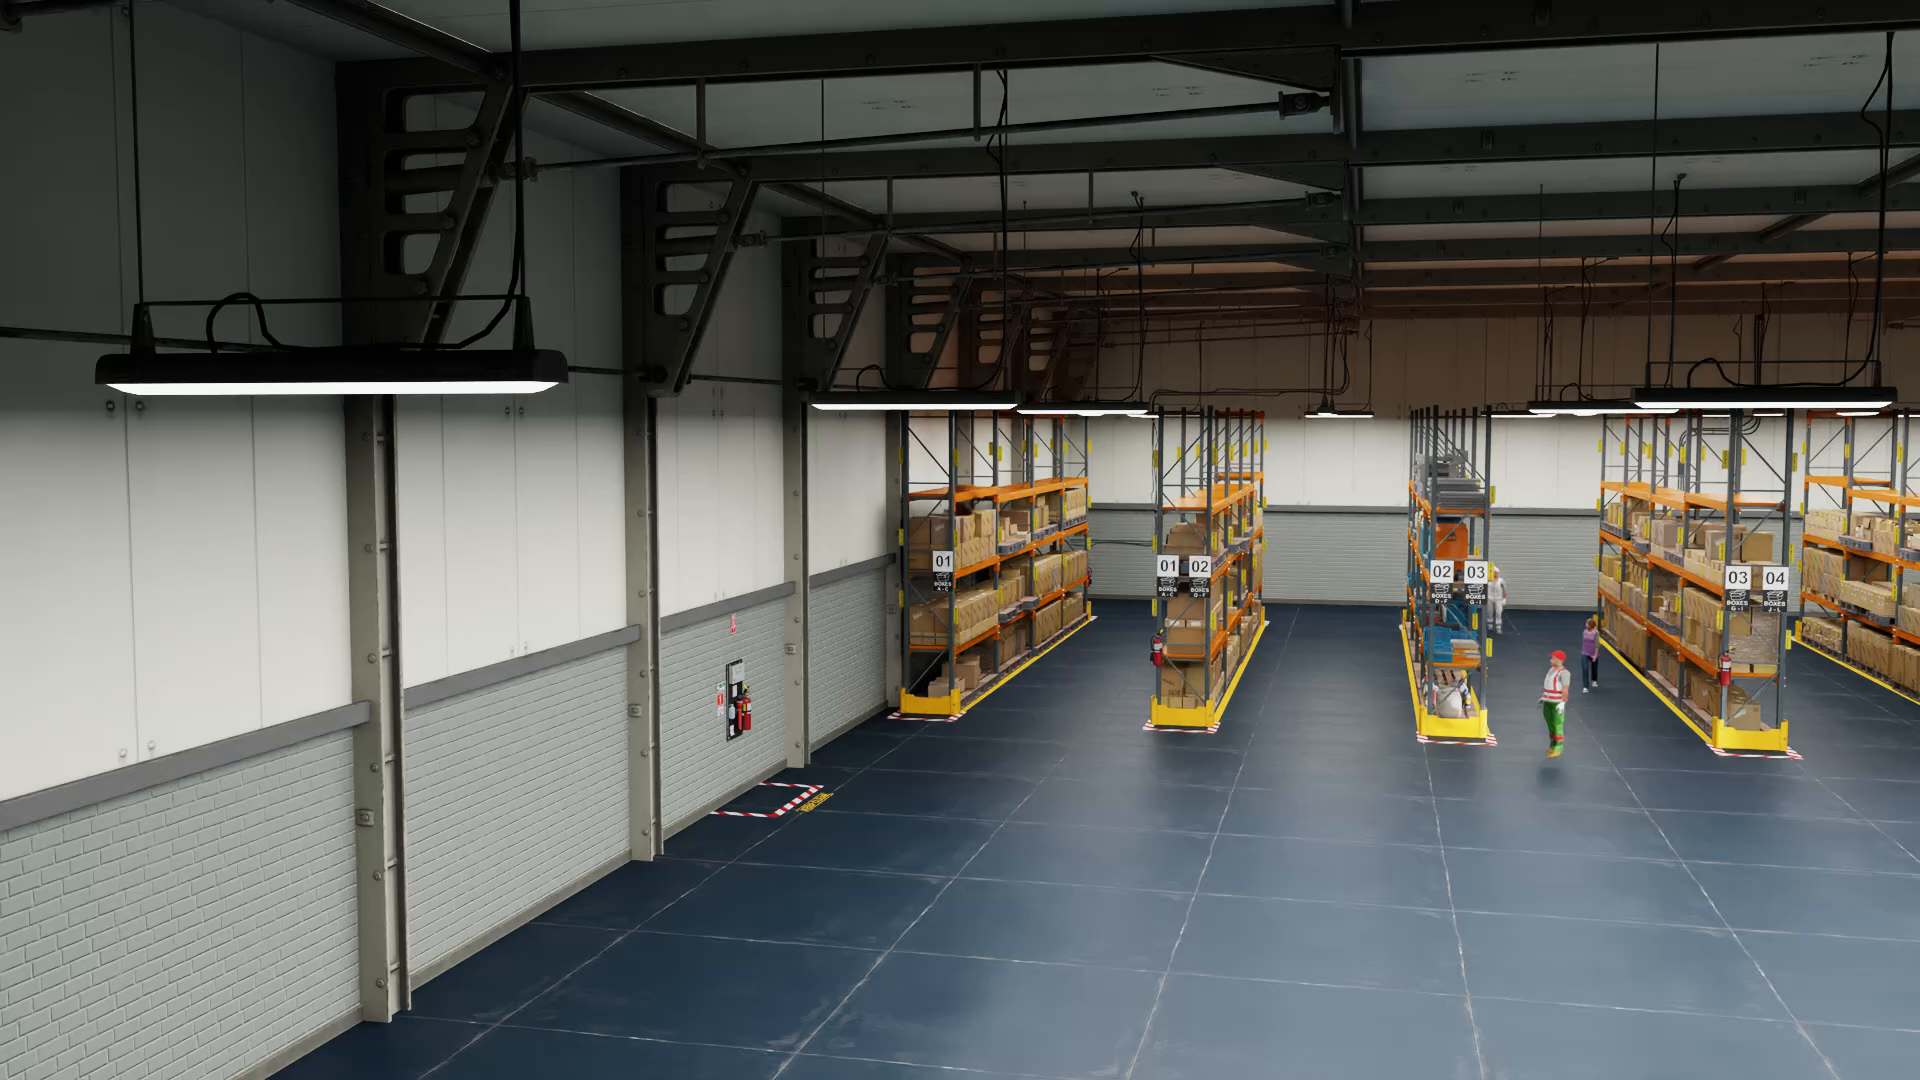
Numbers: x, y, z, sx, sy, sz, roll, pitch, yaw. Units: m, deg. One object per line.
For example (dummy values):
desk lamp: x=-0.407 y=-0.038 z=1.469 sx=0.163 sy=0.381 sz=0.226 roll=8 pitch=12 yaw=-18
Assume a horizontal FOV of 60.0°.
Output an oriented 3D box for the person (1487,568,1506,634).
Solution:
person: x=14.404 y=1.617 z=44.839 sx=0.646 sy=1.743 sz=0.969 roll=1 pitch=4 yaw=12

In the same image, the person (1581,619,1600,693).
person: x=13.287 y=2.417 z=35.072 sx=0.364 sy=1.542 sz=0.869 roll=2 pitch=4 yaw=21

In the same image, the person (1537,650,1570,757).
person: x=10.194 y=2.780 z=28.500 sx=0.425 sy=1.781 sz=0.569 roll=-3 pitch=5 yaw=-34
